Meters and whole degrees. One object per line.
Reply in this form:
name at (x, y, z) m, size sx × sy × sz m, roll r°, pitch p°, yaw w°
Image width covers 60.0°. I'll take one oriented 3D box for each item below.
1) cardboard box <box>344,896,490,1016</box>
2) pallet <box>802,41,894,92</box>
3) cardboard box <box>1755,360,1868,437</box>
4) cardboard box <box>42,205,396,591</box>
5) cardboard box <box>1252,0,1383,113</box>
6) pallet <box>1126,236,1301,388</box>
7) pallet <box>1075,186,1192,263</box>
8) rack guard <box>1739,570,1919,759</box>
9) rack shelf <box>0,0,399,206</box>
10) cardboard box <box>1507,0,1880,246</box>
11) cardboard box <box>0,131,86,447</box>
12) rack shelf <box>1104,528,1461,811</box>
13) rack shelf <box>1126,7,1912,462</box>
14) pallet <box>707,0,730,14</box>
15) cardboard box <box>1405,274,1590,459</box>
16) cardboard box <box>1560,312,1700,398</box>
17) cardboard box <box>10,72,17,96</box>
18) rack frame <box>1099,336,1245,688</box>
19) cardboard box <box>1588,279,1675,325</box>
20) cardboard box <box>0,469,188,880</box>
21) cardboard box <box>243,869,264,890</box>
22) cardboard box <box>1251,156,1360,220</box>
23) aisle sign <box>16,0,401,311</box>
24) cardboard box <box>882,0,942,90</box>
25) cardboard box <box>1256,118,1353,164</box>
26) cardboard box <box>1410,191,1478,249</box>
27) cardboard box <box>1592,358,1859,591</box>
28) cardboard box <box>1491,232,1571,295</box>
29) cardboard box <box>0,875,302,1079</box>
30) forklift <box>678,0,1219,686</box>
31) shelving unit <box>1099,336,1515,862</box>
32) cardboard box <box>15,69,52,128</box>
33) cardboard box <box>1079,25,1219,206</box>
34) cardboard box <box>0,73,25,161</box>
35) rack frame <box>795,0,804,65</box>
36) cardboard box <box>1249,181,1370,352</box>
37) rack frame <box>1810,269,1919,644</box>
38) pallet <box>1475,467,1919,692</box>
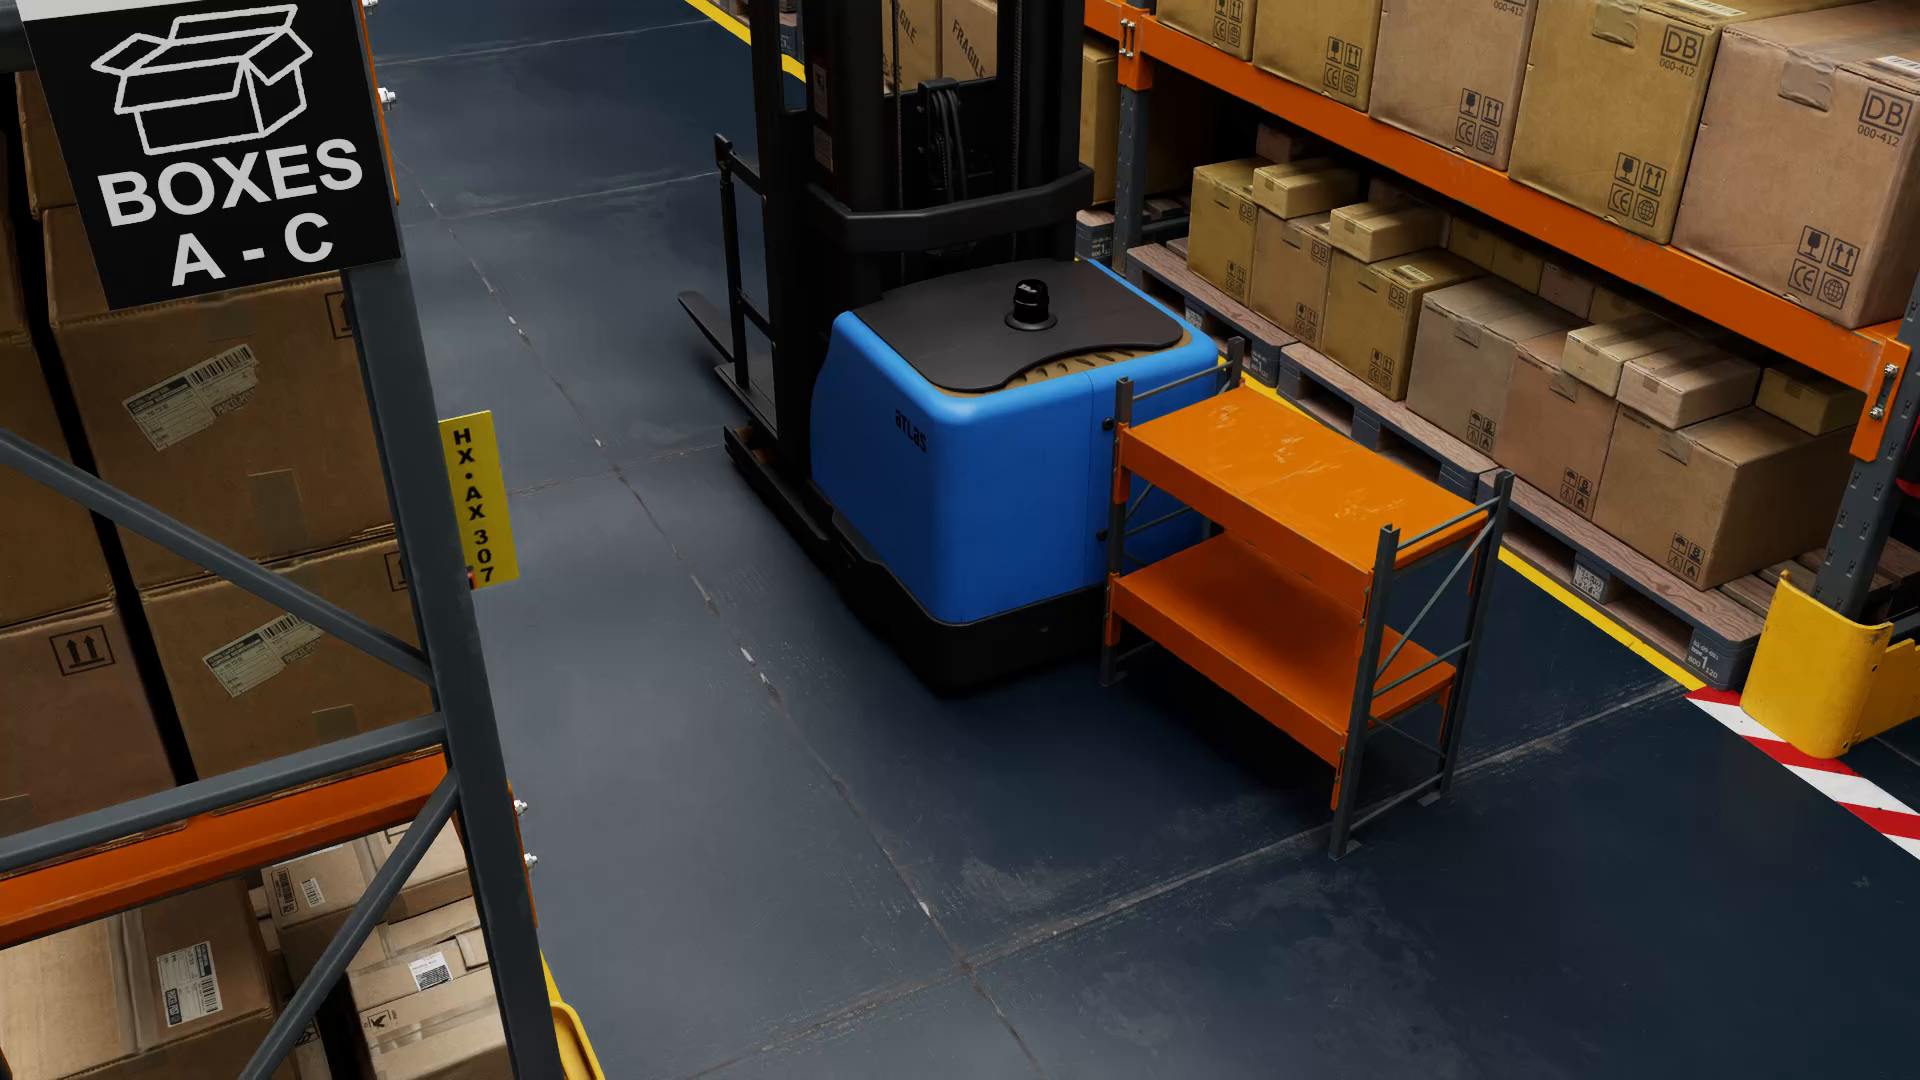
cardboard box at (-1.292, 1.043, 4.060) m, size 0.380 × 0.166 × 0.250 m, roll -16°, pitch 36°, yaw -23°
pallet at (-0.333, -3.056, 10.824) m, size 1.003 × 0.211 × 1.213 m, roll -16°, pitch 36°, yaw -23°
cardboard box at (2.917, -0.504, 5.583) m, size 0.380 × 0.149 × 0.250 m, roll -16°, pitch 36°, yaw -23°
cardboard box at (-1.258, -0.301, 2.919) m, size 0.500 × 0.500 × 0.500 m, roll -15°, pitch 35°, yaw -22°
cardboard box at (1.806, -2.230, 6.671) m, size 0.980 × 0.700 × 0.700 m, roll -17°, pitch 36°, yaw -24°
pallet at (1.517, -1.159, 7.864) m, size 1.003 × 0.211 × 1.213 m, roll -16°, pitch 36°, yaw -23°
pallet at (0.805, -1.891, 9.006) m, size 1.003 × 0.211 × 1.213 m, roll -16°, pitch 36°, yaw -23°
rack guard at (3.108, 0.257, 5.386) m, size 1.175 × 0.500 × 0.348 m, roll -16°, pitch 36°, yaw -23°
rack shelf at (-2.217, -1.474, 3.656) m, size 1.077 × 0.370 × 4.000 m, roll -16°, pitch 36°, yaw -23°
cardboard box at (2.501, -1.519, 5.562) m, size 0.980 × 0.700 × 0.700 m, roll -16°, pitch 36°, yaw -23°
cardboard box at (-1.971, -0.407, 3.084) m, size 0.500 × 0.500 × 0.500 m, roll -15°, pitch 36°, yaw -22°
rack shelf at (0.973, 0.354, 5.108) m, size 0.538 × 0.278 × 1.000 m, roll -22°, pitch 39°, yaw -30°
rack shelf at (2.164, -1.459, 6.413) m, size 1.077 × 0.370 × 4.000 m, roll -16°, pitch 36°, yaw -23°
pallet at (-1.561, -4.406, 12.931) m, size 1.003 × 0.211 × 1.213 m, roll -16°, pitch 36°, yaw -23°
cardboard box at (2.213, -0.719, 6.519) m, size 0.700 × 0.500 × 0.500 m, roll -17°, pitch 36°, yaw -25°
cardboard box at (2.341, -0.651, 5.812) m, size 0.380 × 0.149 × 0.250 m, roll -15°, pitch 36°, yaw -22°
cardboard box at (-2.937, -1.390, 4.619) m, size 0.500 × 0.500 × 0.500 m, roll -17°, pitch 36°, yaw -25°
rack frame at (0.670, -0.072, 5.320) m, size 0.500 × 1.125 × 0.032 m, roll -22°, pitch 39°, yaw -30°
cardboard box at (2.564, -0.865, 6.146) m, size 0.380 × 0.149 × 0.250 m, roll -16°, pitch 36°, yaw -23°
cardboard box at (-1.734, 0.253, 2.981) m, size 0.500 × 0.500 × 0.500 m, roll -15°, pitch 35°, yaw -22°
cardboard box at (-2.172, 0.755, 4.432) m, size 0.500 × 0.250 × 0.500 m, roll -16°, pitch 36°, yaw -23°
cardboard box at (1.488, -1.521, 7.171) m, size 0.380 × 0.149 × 0.250 m, roll -15°, pitch 35°, yaw -22°
aisle sign at (-0.992, -0.695, 2.145) m, size 0.394 × 0.787 × 0.004 m, roll -16°, pitch 36°, yaw -23°
cardboard box at (-0.004, -3.093, 9.901) m, size 0.750 × 0.750 × 0.750 m, roll -16°, pitch 36°, yaw -23°
cardboard box at (1.598, -1.850, 7.683) m, size 0.380 × 0.149 × 0.250 m, roll -16°, pitch 36°, yaw -23°
cardboard box at (2.085, -1.353, 6.907) m, size 0.380 × 0.149 × 0.250 m, roll -15°, pitch 36°, yaw -23°
cardboard box at (2.682, -0.240, 5.772) m, size 0.700 × 0.500 × 0.500 m, roll -16°, pitch 36°, yaw -23°
cardboard box at (2.324, -1.109, 6.526) m, size 0.380 × 0.149 × 0.250 m, roll -15°, pitch 36°, yaw -23°
cardboard box at (-1.755, 1.110, 3.646) m, size 0.500 × 0.500 × 0.500 m, roll -16°, pitch 36°, yaw -23°
forklift at (-0.292, -1.535, 5.929) m, size 1.130 × 2.935 × 3.031 m, roll -16°, pitch 36°, yaw -23°
shelving unit at (0.973, 0.148, 4.976) m, size 0.538 × 1.125 × 1.048 m, roll -22°, pitch 39°, yaw -30°
cardboard box at (-1.737, -0.788, 3.680) m, size 0.500 × 0.500 × 0.500 m, roll -15°, pitch 36°, yaw -22°
cardboard box at (0.813, -2.265, 8.608) m, size 0.750 × 0.750 × 0.750 m, roll -15°, pitch 36°, yaw -23°
cardboard box at (-2.456, -0.898, 3.851) m, size 0.500 × 0.500 × 0.500 m, roll -15°, pitch 35°, yaw -22°
rack frame at (-0.633, -4.625, 10.688) m, size 1.000 × 3.000 × 0.127 m, roll -16°, pitch 36°, yaw -23°
cardboard box at (1.721, -1.217, 7.297) m, size 0.700 × 0.500 × 0.500 m, roll -16°, pitch 36°, yaw -24°
rack frame at (3.097, -0.807, 4.729) m, size 1.000 × 3.000 × 0.127 m, roll -16°, pitch 36°, yaw -23°
pallet at (2.655, 0.005, 6.046) m, size 1.003 × 0.211 × 1.213 m, roll -16°, pitch 36°, yaw -23°
